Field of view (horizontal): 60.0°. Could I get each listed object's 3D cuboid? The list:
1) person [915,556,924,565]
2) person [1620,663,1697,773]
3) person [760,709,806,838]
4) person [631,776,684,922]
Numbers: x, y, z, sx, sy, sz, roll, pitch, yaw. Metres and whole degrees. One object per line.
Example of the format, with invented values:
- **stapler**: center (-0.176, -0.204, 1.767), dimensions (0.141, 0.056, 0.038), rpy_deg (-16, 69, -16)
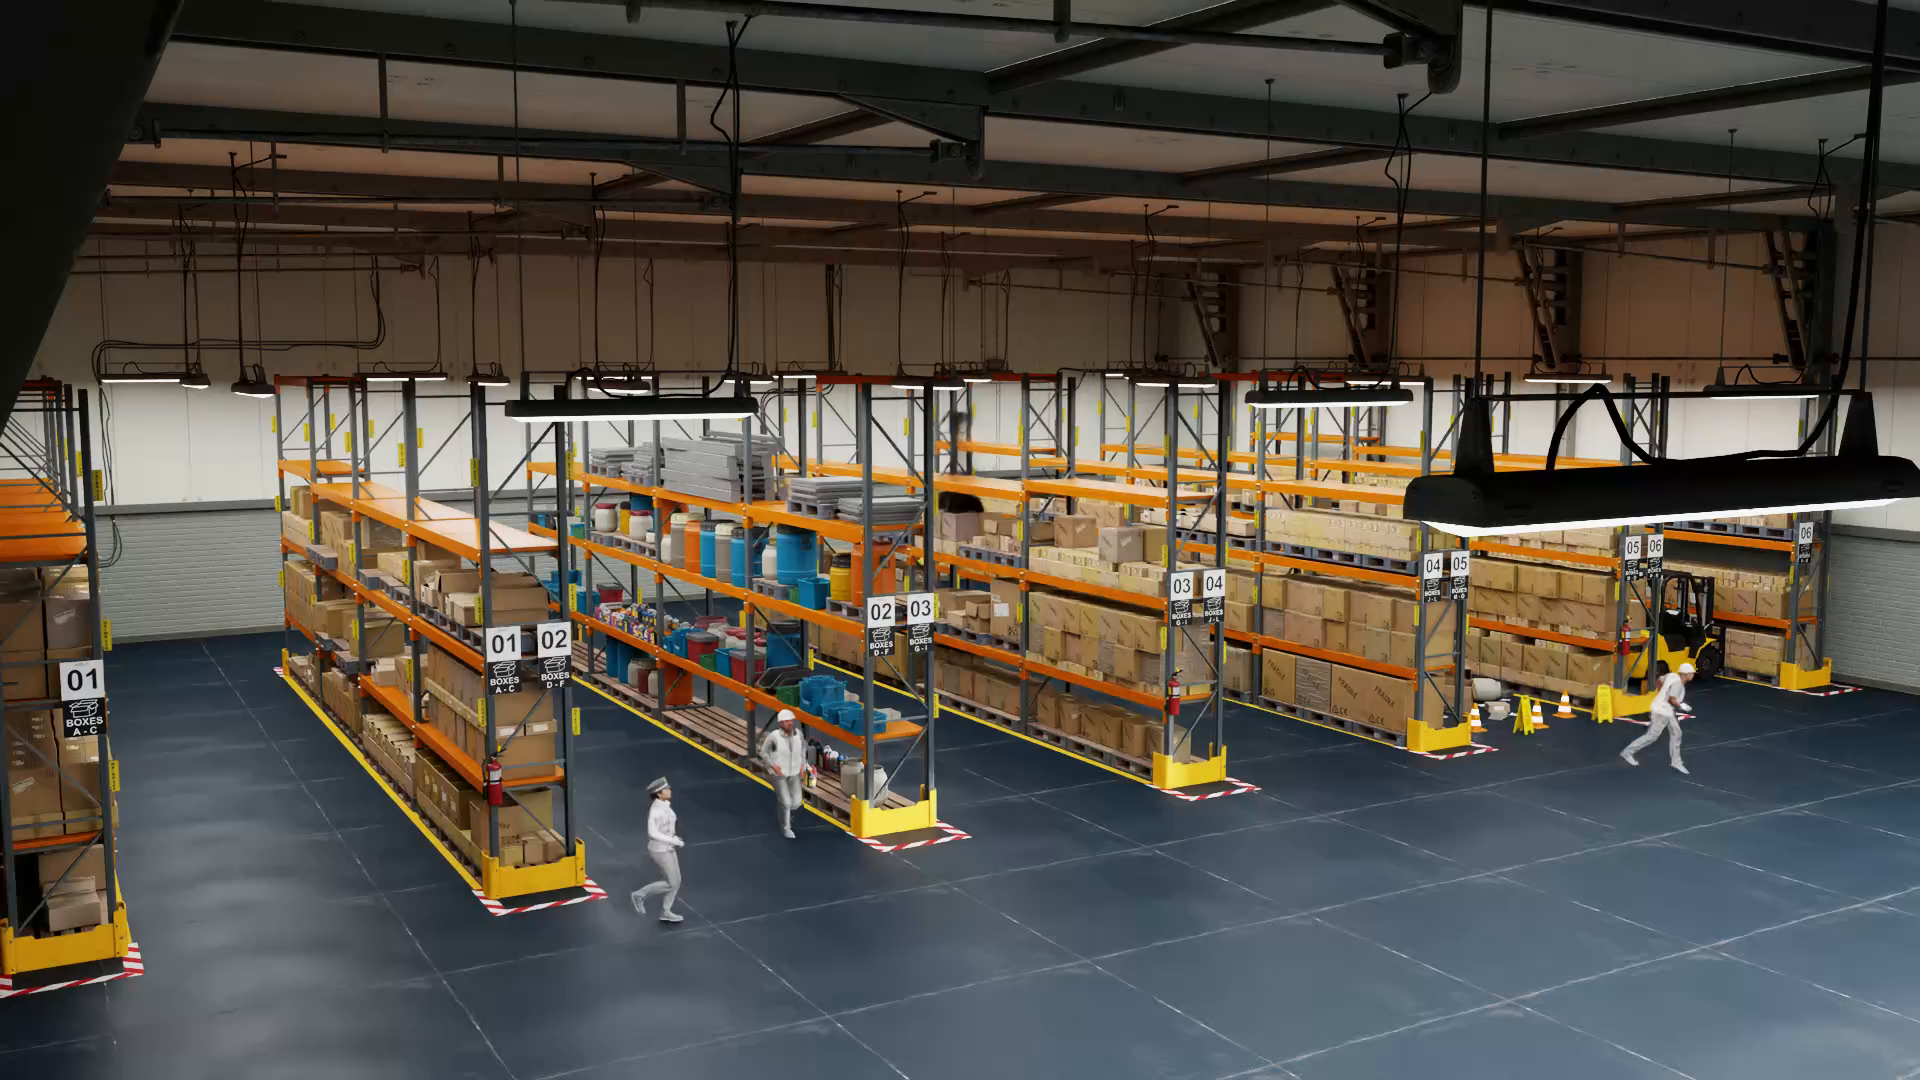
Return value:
- **person**: center (-0.947, 0.900, 41.668), dimensions (0.732, 1.741, 0.849), rpy_deg (4, 8, 34)
- **person**: center (10.717, 2.721, 25.529), dimensions (1.053, 1.730, 0.728), rpy_deg (2, 6, 14)
- **person**: center (-2.339, 3.082, 22.083), dimensions (0.681, 1.740, 0.607), rpy_deg (-4, 7, -30)
- **person**: center (-3.389, 3.468, 18.682), dimensions (0.611, 1.654, 0.609), rpy_deg (0, 6, -3)
